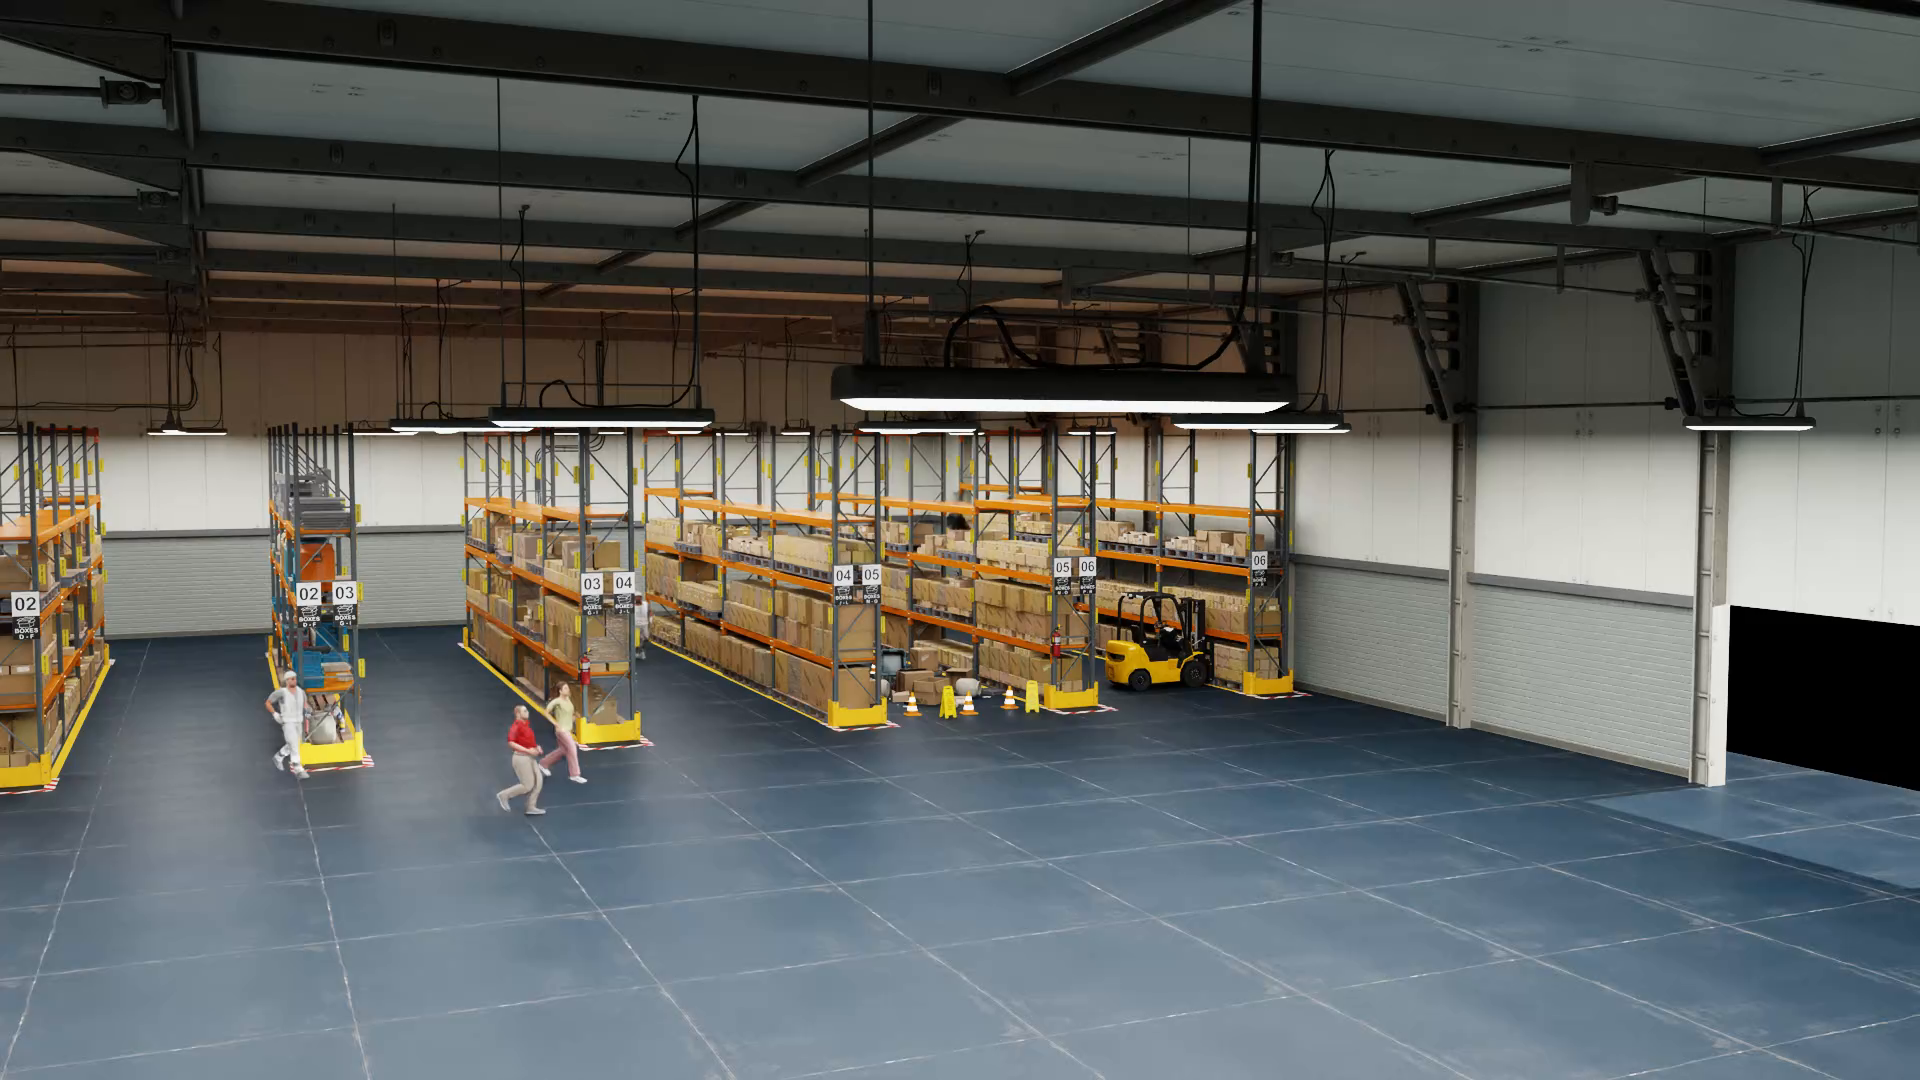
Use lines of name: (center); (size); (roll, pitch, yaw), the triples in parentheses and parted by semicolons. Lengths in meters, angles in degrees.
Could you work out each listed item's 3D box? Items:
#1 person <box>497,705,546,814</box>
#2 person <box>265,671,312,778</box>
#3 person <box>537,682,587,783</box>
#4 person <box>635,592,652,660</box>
person: (-6.656, 3.337, 25.238); (0.701, 1.677, 0.667); (0, 3, 0)
person: (-11.277, 3.084, 28.054); (0.980, 1.761, 0.674); (2, 4, 28)
person: (-6.622, 3.193, 27.736); (0.847, 1.681, 0.564); (1, 4, 10)
person: (-8.256, 2.223, 42.956); (0.698, 1.777, 0.680); (-1, 4, -19)
